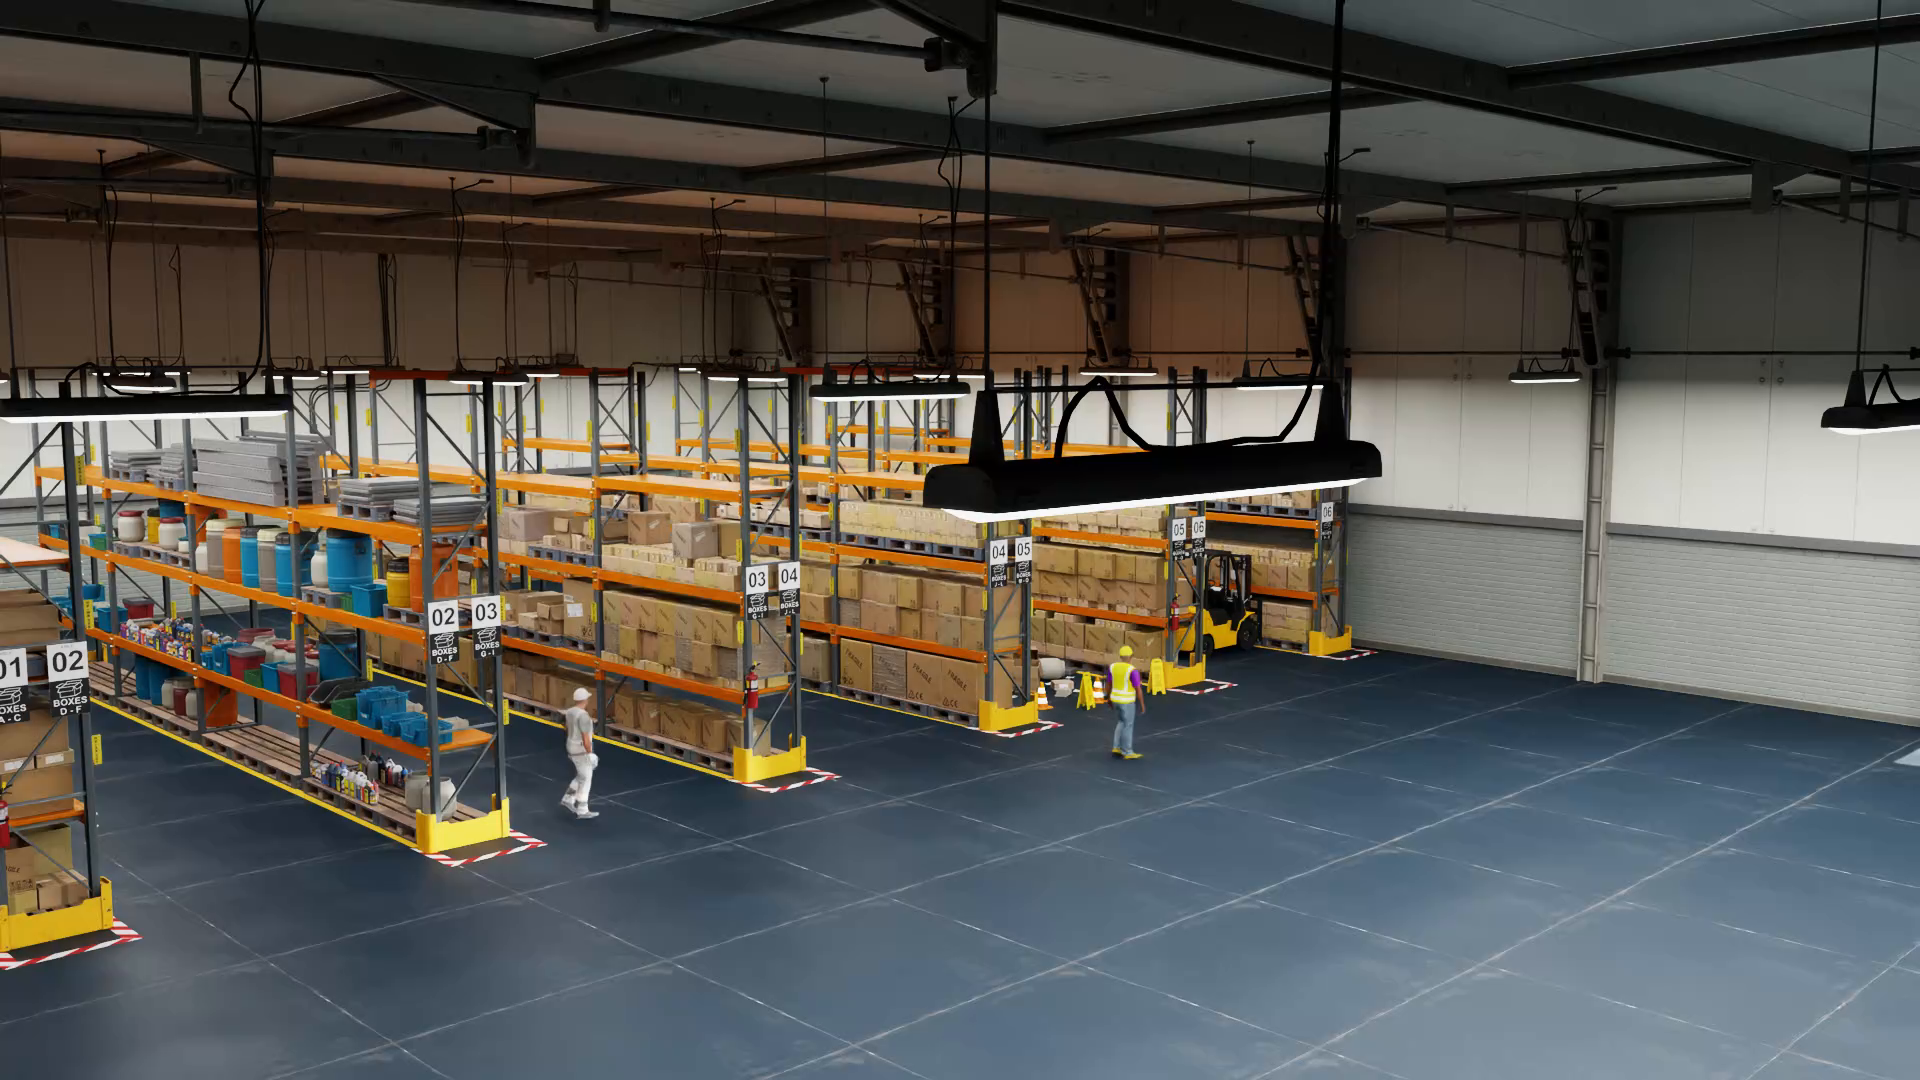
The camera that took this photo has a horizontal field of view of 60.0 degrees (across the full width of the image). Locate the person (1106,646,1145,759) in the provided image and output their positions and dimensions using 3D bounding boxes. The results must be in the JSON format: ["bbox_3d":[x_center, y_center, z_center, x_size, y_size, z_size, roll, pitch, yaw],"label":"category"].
[{"bbox_3d":[2.599,2.550,25.983,0.431,1.811,0.616,-5,8,-35],"label":"person"}]

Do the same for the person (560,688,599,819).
[{"bbox_3d":[-5.183,2.901,22.631,0.470,1.788,0.630,-3,7,-23],"label":"person"}]
